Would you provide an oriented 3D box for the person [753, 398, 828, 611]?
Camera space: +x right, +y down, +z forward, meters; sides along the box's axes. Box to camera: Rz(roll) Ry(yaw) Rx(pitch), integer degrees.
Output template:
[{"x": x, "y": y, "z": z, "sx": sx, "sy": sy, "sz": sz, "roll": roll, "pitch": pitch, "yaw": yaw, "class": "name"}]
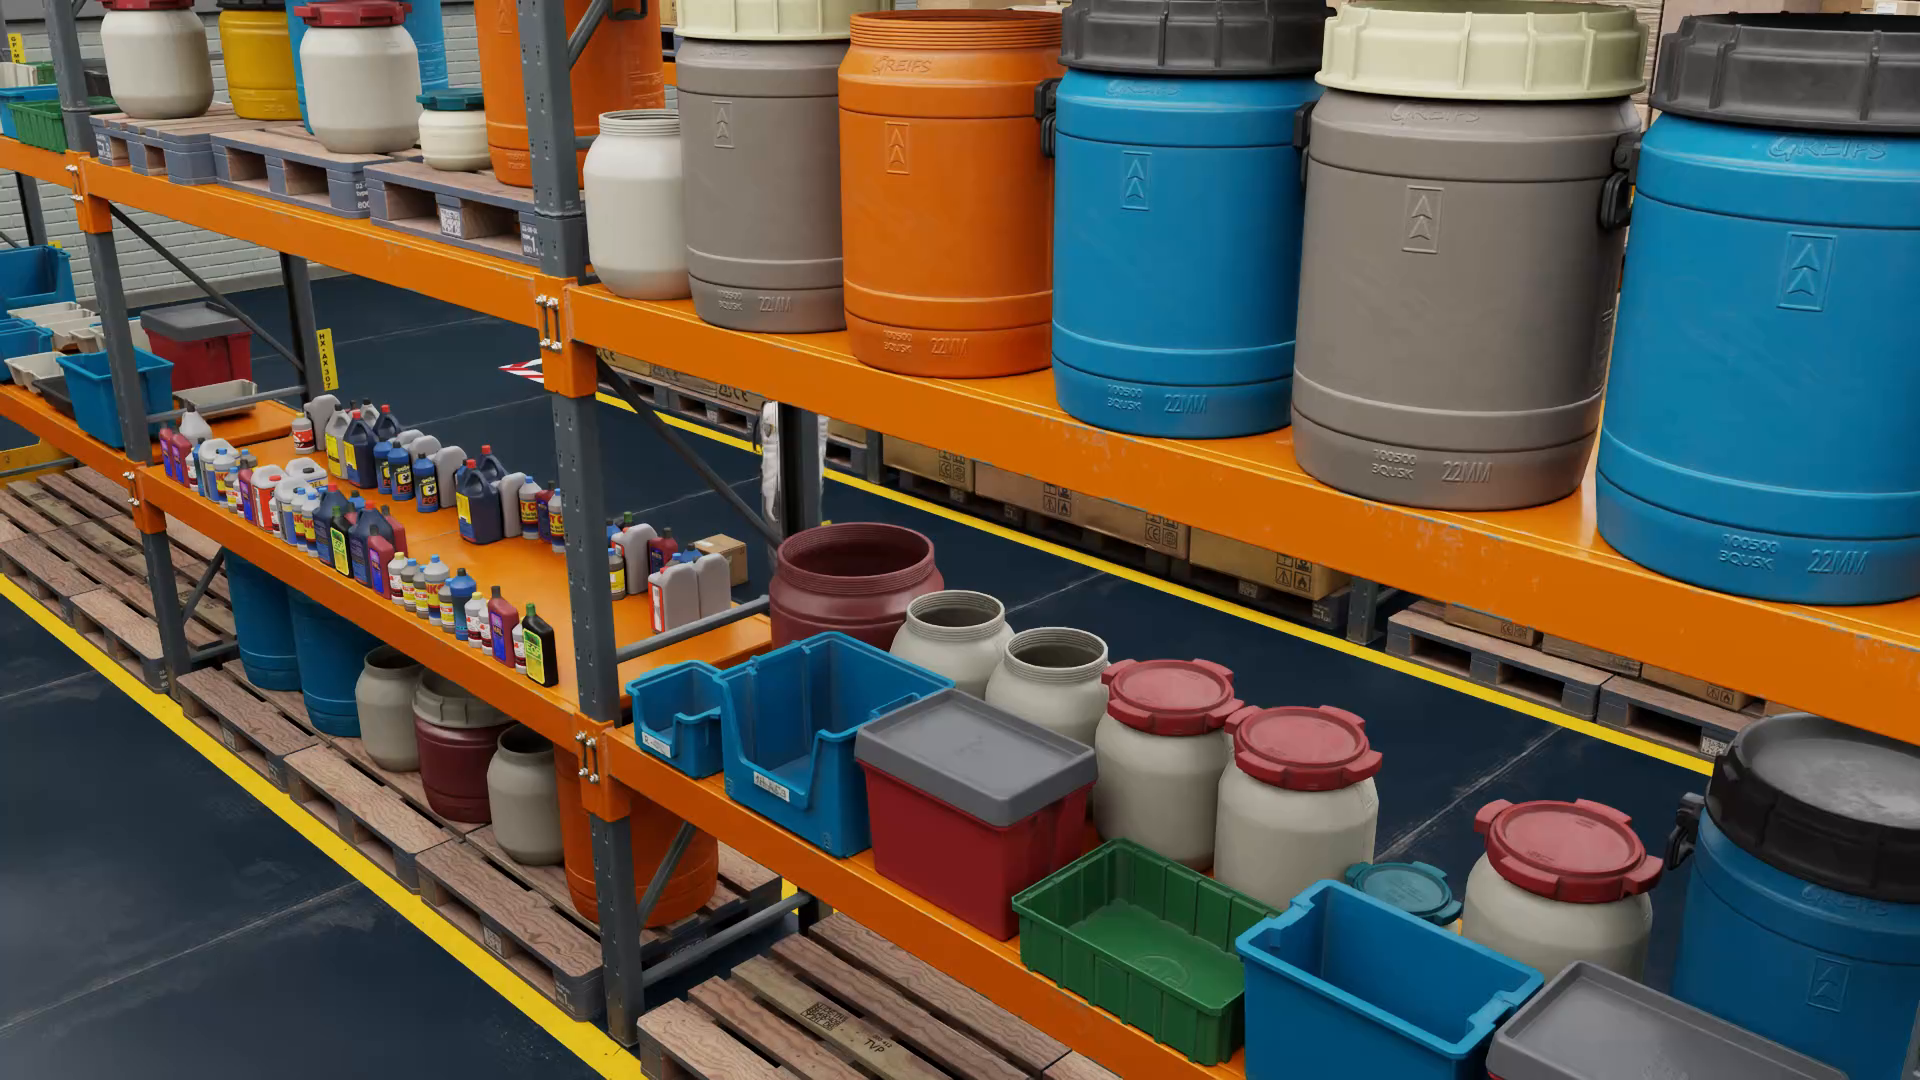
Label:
[{"x": -0.927, "y": -0.333, "z": 9.388, "sx": 0.656, "sy": 1.664, "sz": 0.501, "roll": 18, "pitch": 27, "yaw": 39, "class": "person"}]
